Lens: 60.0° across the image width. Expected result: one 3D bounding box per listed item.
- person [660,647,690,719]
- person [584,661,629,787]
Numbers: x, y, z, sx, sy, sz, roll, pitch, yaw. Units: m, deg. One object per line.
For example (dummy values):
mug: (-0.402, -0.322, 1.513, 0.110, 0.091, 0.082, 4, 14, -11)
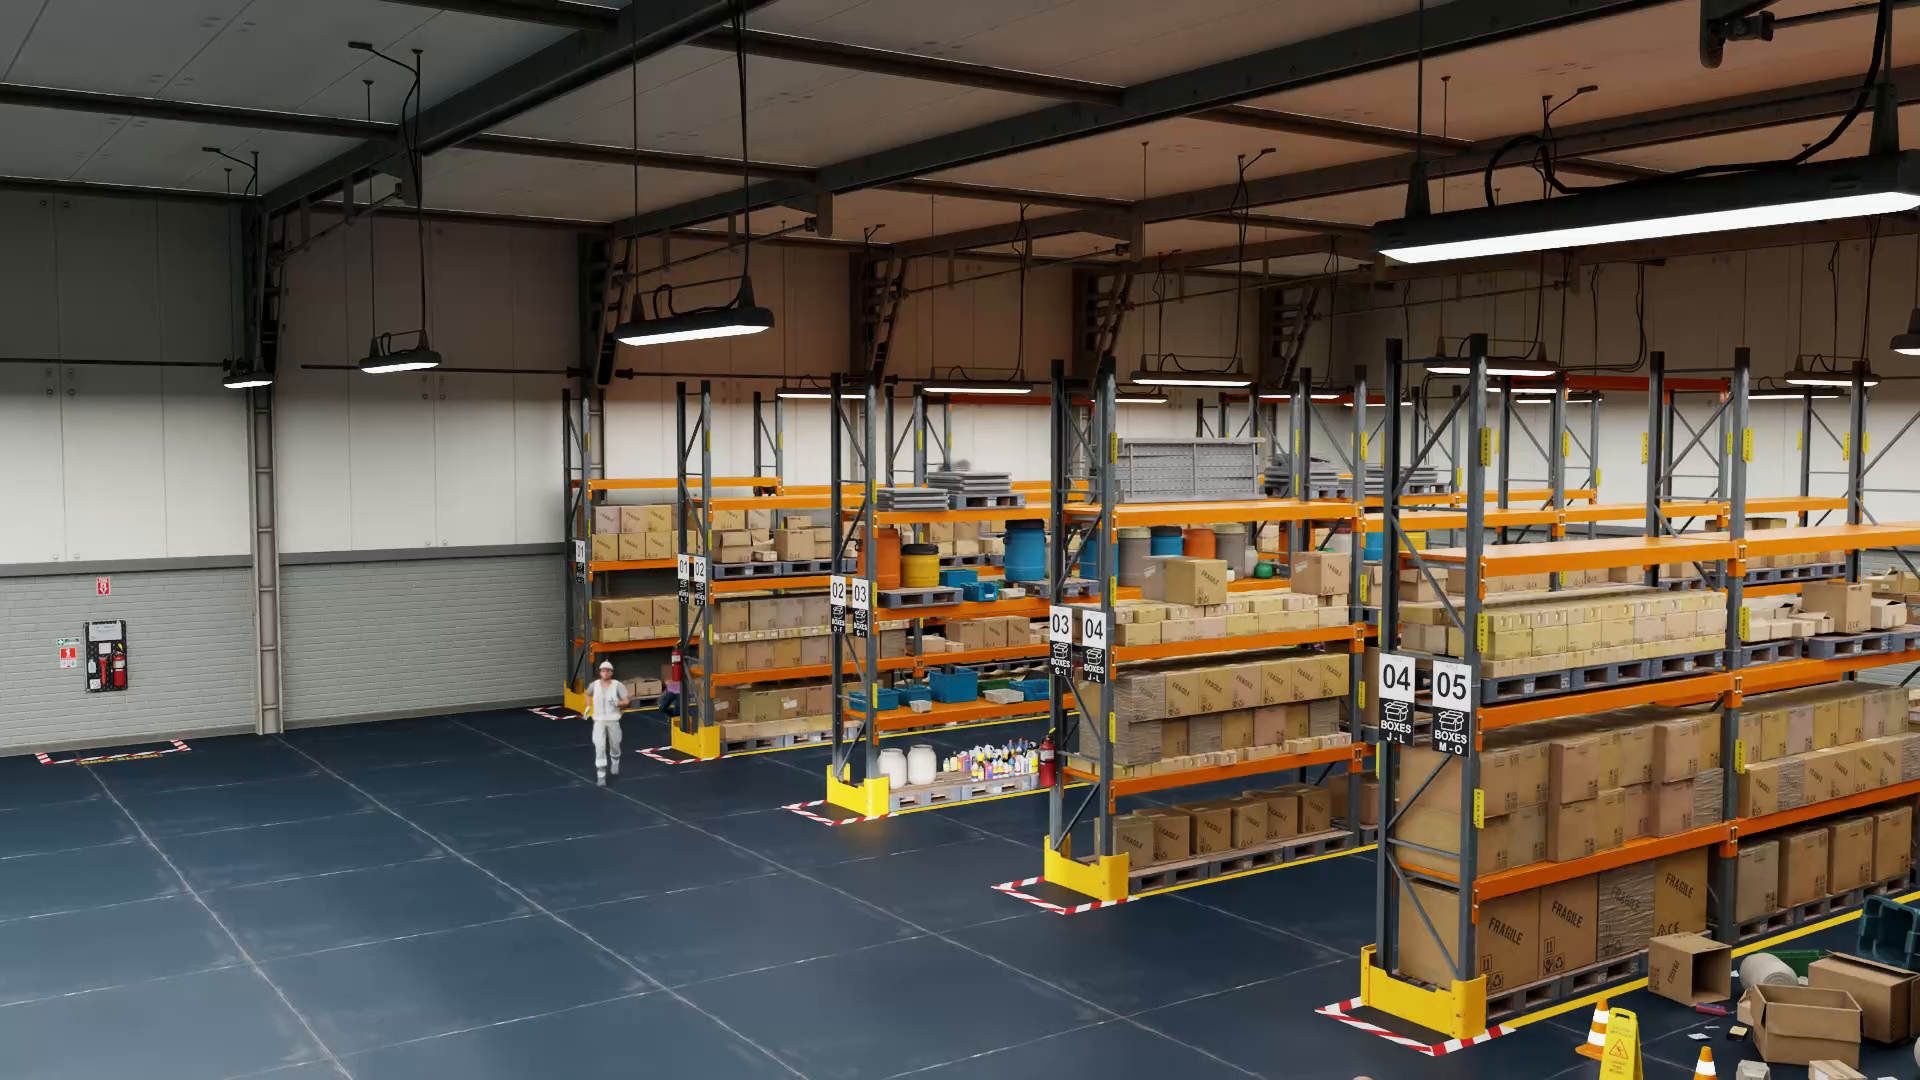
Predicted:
person: (-4.807, 2.574, 28.204, 0.530, 1.540, 0.528, 2, 4, 30)
person: (-5.202, 2.670, 24.495, 0.659, 1.769, 1.005, 0, 4, -7)
